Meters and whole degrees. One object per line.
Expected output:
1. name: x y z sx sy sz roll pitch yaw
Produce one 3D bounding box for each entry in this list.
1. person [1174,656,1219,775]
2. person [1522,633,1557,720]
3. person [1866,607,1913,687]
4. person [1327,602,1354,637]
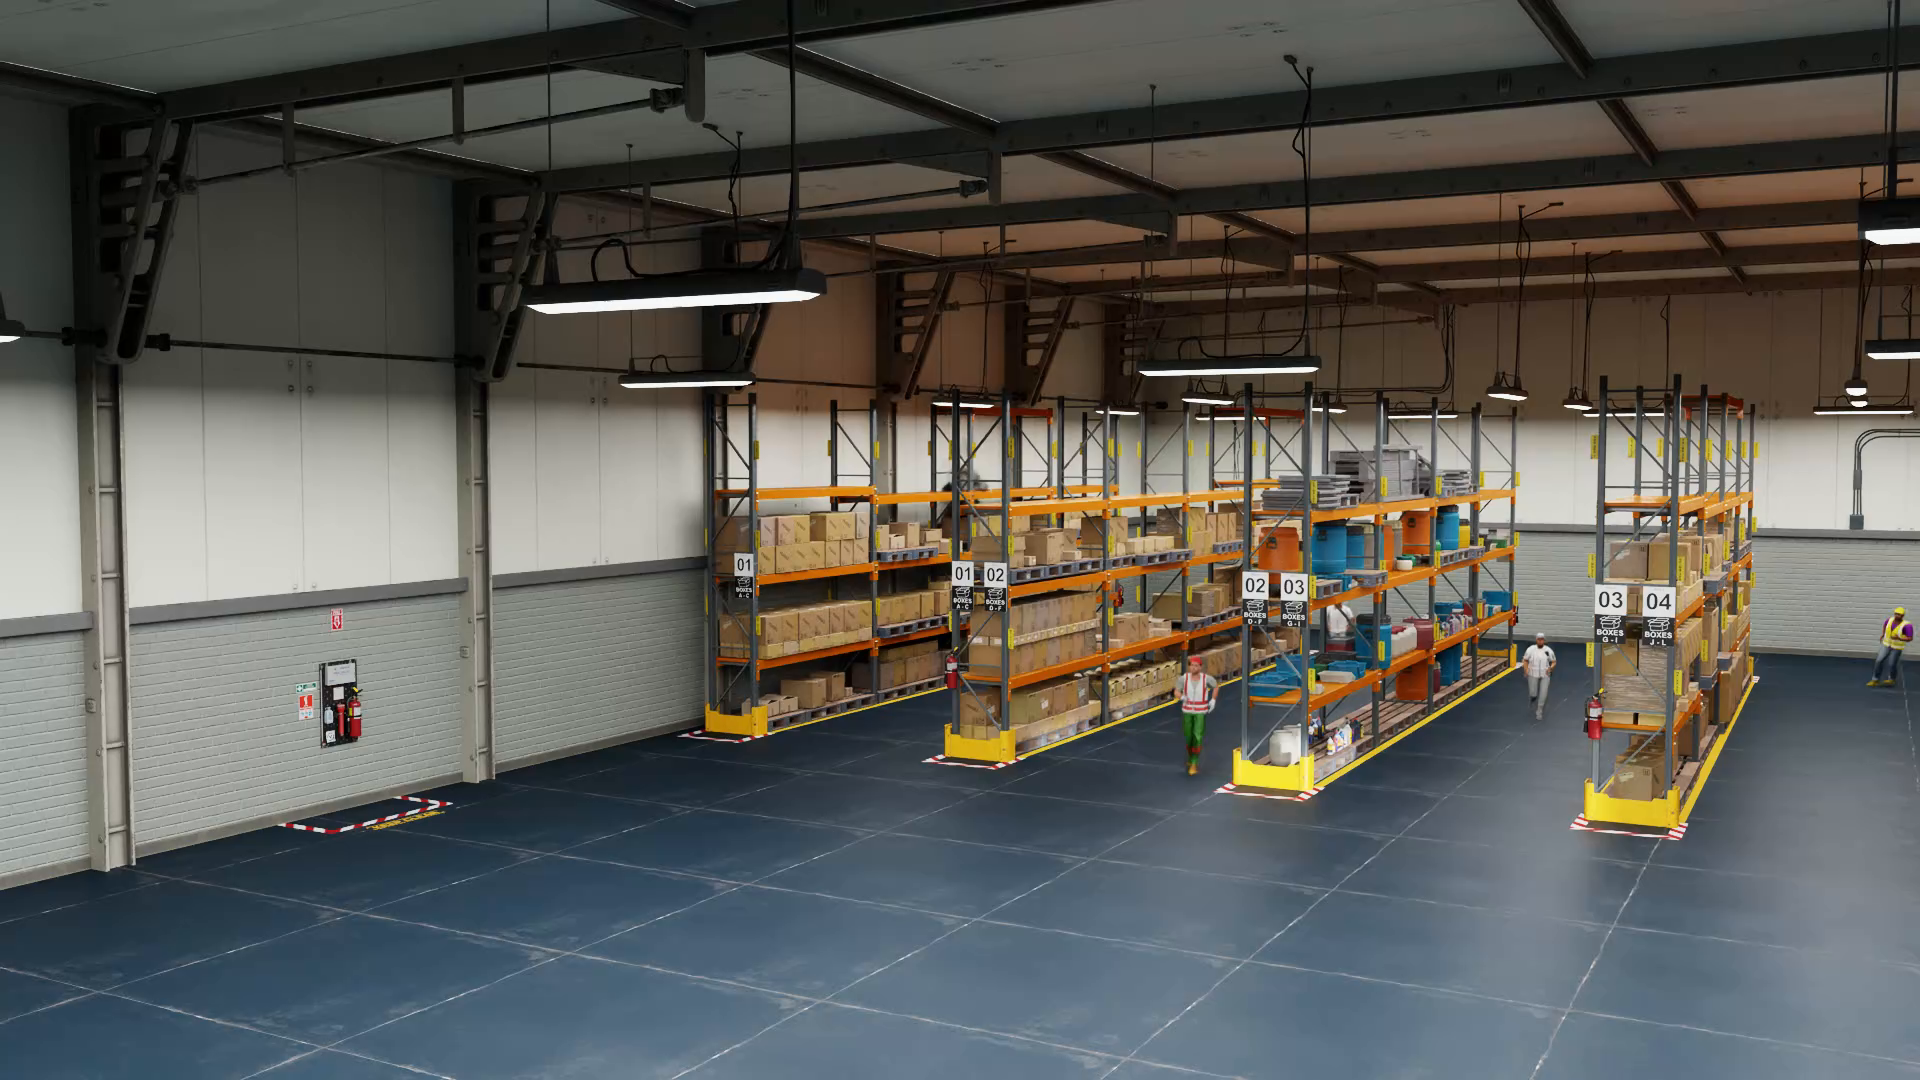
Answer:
1. person: 3.655 2.725 25.847 0.661 1.855 0.752 1 3 19
2. person: 10.750 2.535 30.846 0.607 1.602 0.551 1 3 16
3. person: 19.617 2.259 34.997 0.845 1.740 0.791 3 4 45
4. person: 8.672 2.097 38.153 0.715 1.718 0.609 1 3 14
